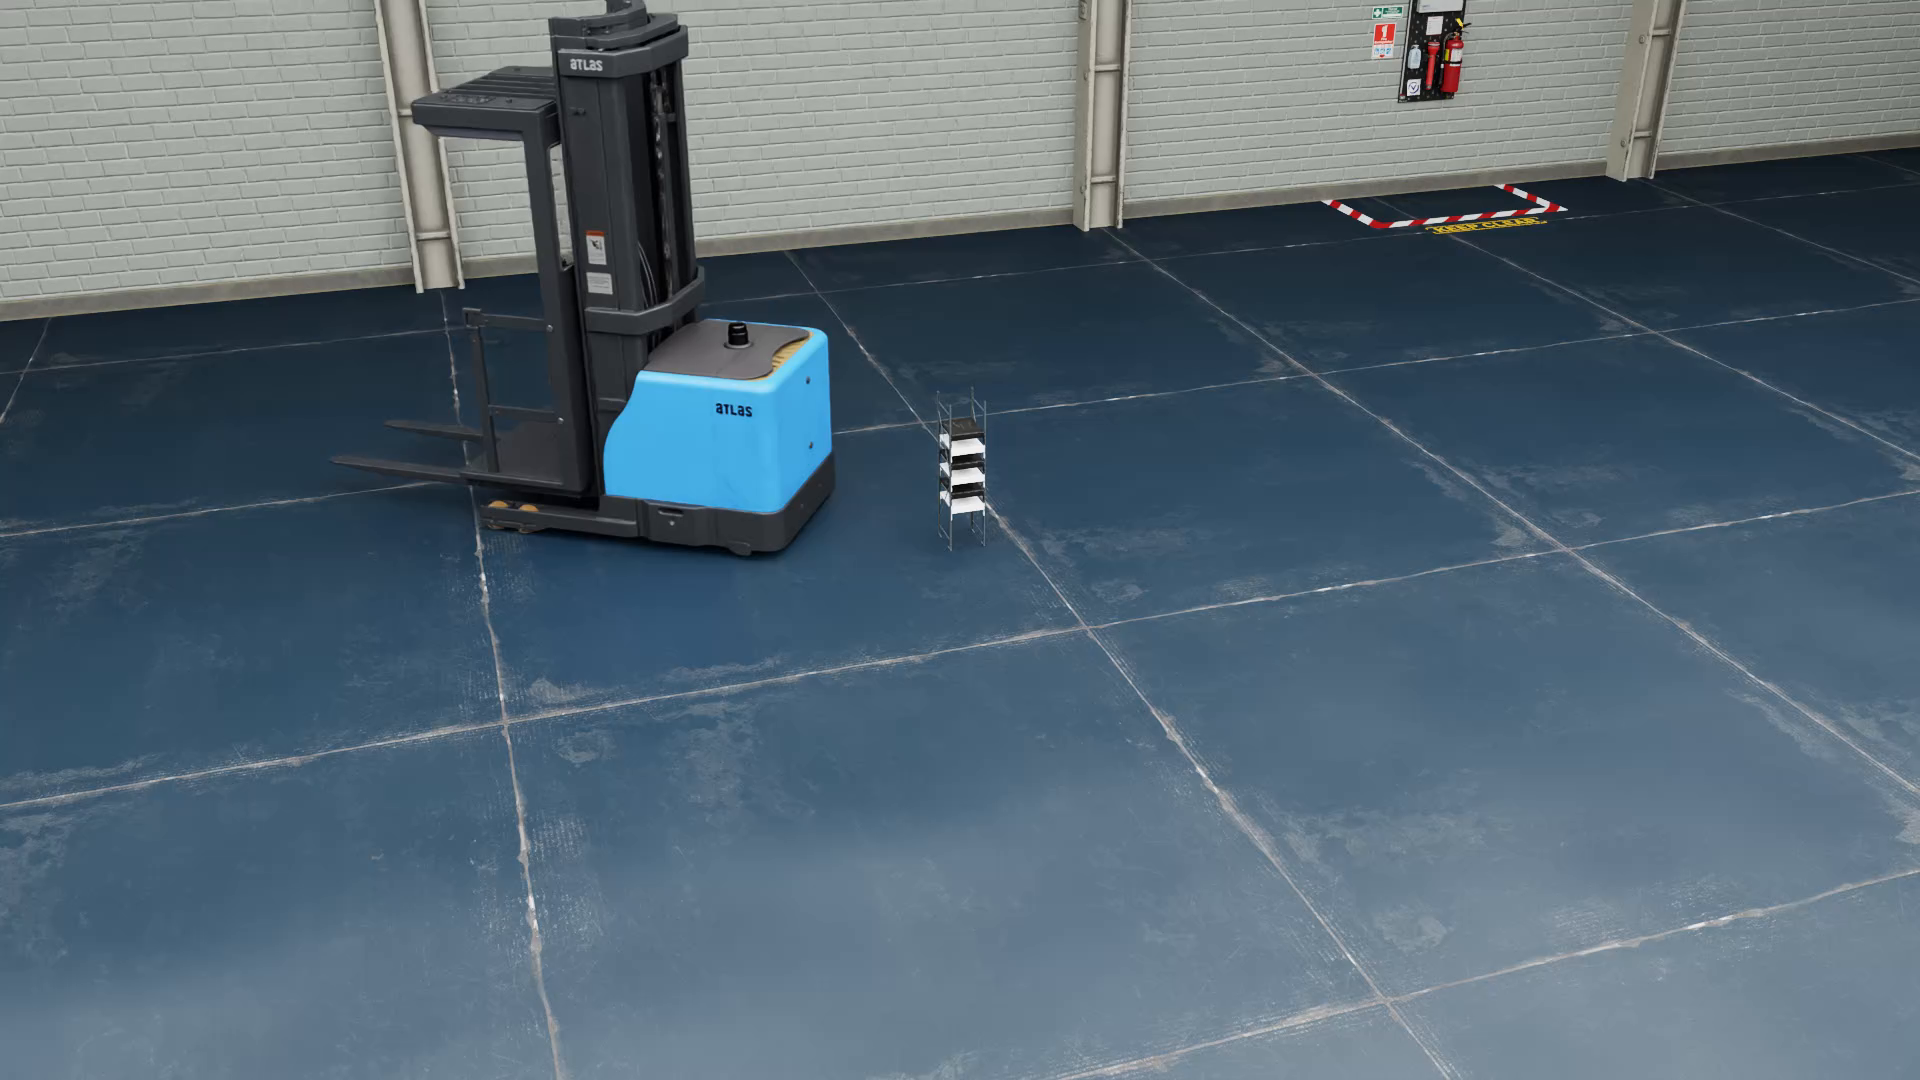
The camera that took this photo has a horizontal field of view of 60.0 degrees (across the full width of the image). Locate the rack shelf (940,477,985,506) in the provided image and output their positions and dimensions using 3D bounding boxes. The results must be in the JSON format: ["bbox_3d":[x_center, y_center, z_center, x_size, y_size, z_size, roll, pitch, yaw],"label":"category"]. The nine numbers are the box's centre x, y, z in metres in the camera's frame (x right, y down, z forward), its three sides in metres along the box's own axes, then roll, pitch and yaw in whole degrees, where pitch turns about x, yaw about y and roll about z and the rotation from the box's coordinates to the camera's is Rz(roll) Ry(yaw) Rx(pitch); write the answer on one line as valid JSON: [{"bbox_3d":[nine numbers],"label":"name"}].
[{"bbox_3d":[0.008,-0.294,9.607,0.200,0.077,0.258,-8,28,-16],"label":"rack shelf"}]

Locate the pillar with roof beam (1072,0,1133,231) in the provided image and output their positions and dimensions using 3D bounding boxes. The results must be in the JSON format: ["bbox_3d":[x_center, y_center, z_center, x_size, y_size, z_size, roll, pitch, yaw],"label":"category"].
[{"bbox_3d":[2.632,-5.195,10.094,0.400,9.000,9.100,-8,28,-16],"label":"pillar with roof beam"}]

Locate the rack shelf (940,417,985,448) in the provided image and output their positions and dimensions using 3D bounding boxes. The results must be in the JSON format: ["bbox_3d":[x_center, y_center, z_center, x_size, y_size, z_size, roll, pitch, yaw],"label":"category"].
[{"bbox_3d":[0.008,-0.616,9.447,0.200,0.077,0.258,-8,28,-16],"label":"rack shelf"}]

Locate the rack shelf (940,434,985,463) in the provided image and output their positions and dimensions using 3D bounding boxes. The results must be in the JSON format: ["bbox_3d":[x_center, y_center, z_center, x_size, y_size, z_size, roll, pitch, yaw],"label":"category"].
[{"bbox_3d":[0.008,-0.536,9.487,0.200,0.077,0.258,-8,28,-16],"label":"rack shelf"}]

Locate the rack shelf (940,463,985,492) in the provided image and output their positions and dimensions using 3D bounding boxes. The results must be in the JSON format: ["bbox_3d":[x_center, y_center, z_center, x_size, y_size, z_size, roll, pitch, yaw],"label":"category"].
[{"bbox_3d":[0.008,-0.374,9.567,0.200,0.077,0.258,-8,28,-16],"label":"rack shelf"}]

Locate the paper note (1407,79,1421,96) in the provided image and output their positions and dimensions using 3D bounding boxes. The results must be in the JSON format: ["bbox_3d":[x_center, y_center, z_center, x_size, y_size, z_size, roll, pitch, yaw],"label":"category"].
[{"bbox_3d":[4.453,-4.440,16.311,0.142,0.148,0.016,-8,28,-16],"label":"paper note"}]

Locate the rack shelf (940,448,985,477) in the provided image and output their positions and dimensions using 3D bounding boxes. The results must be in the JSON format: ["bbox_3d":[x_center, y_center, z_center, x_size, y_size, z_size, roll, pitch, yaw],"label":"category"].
[{"bbox_3d":[0.008,-0.455,9.527,0.200,0.077,0.258,-8,28,-16],"label":"rack shelf"}]

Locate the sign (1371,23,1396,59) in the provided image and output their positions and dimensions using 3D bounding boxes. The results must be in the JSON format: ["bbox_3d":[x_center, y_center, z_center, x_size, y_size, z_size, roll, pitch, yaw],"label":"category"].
[{"bbox_3d":[4.085,-4.813,16.032,0.234,0.329,0.001,-8,28,-16],"label":"sign"}]

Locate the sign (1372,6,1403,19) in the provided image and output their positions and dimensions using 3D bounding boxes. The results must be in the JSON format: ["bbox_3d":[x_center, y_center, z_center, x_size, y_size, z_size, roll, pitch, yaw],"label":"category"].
[{"bbox_3d":[4.092,-5.048,15.908,0.331,0.109,0.001,-8,28,-16],"label":"sign"}]

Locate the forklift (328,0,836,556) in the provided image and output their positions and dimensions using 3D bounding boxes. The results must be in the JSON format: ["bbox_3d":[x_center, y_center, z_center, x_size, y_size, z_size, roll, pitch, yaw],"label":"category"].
[{"bbox_3d":[-2.344,-1.569,9.615,3.031,2.935,1.130,7,27,13],"label":"forklift"}]

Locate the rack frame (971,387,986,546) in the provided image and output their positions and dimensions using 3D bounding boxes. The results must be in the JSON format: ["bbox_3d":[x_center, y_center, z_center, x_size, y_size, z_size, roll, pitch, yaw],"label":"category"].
[{"bbox_3d":[0.104,-0.418,9.580,0.006,0.900,0.240,-8,28,-16],"label":"rack frame"}]

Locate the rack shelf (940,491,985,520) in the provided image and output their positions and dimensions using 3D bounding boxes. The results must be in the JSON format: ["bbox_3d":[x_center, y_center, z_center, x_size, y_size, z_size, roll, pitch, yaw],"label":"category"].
[{"bbox_3d":[0.008,-0.213,9.647,0.200,0.077,0.258,-8,28,-16],"label":"rack shelf"}]

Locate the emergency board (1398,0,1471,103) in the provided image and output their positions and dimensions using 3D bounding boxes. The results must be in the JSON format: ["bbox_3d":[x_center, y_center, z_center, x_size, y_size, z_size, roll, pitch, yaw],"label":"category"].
[{"bbox_3d":[4.643,-4.830,16.106,0.643,1.169,0.194,-8,28,-16],"label":"emergency board"}]

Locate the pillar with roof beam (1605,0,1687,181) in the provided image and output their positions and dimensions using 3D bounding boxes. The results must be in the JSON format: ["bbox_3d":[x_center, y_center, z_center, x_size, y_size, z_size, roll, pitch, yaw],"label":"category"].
[{"bbox_3d":[8.338,-6.021,11.758,0.400,9.000,9.100,-8,28,-16],"label":"pillar with roof beam"}]

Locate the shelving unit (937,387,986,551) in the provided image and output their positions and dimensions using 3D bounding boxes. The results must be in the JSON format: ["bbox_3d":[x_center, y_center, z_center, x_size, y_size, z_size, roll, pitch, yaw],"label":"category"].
[{"bbox_3d":[0.008,-0.404,9.552,0.210,0.900,0.258,-8,28,-16],"label":"shelving unit"}]

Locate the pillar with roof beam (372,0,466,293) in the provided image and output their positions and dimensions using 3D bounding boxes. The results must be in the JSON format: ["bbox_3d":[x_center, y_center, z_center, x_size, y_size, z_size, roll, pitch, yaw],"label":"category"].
[{"bbox_3d":[-3.073,-4.369,8.430,0.400,9.000,9.100,-8,28,-16],"label":"pillar with roof beam"}]

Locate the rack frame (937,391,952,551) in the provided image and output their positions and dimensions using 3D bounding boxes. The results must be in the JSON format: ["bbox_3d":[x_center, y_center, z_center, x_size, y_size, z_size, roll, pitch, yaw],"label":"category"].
[{"bbox_3d":[-0.089,-0.390,9.524,0.006,0.900,0.240,-8,28,-16],"label":"rack frame"}]
